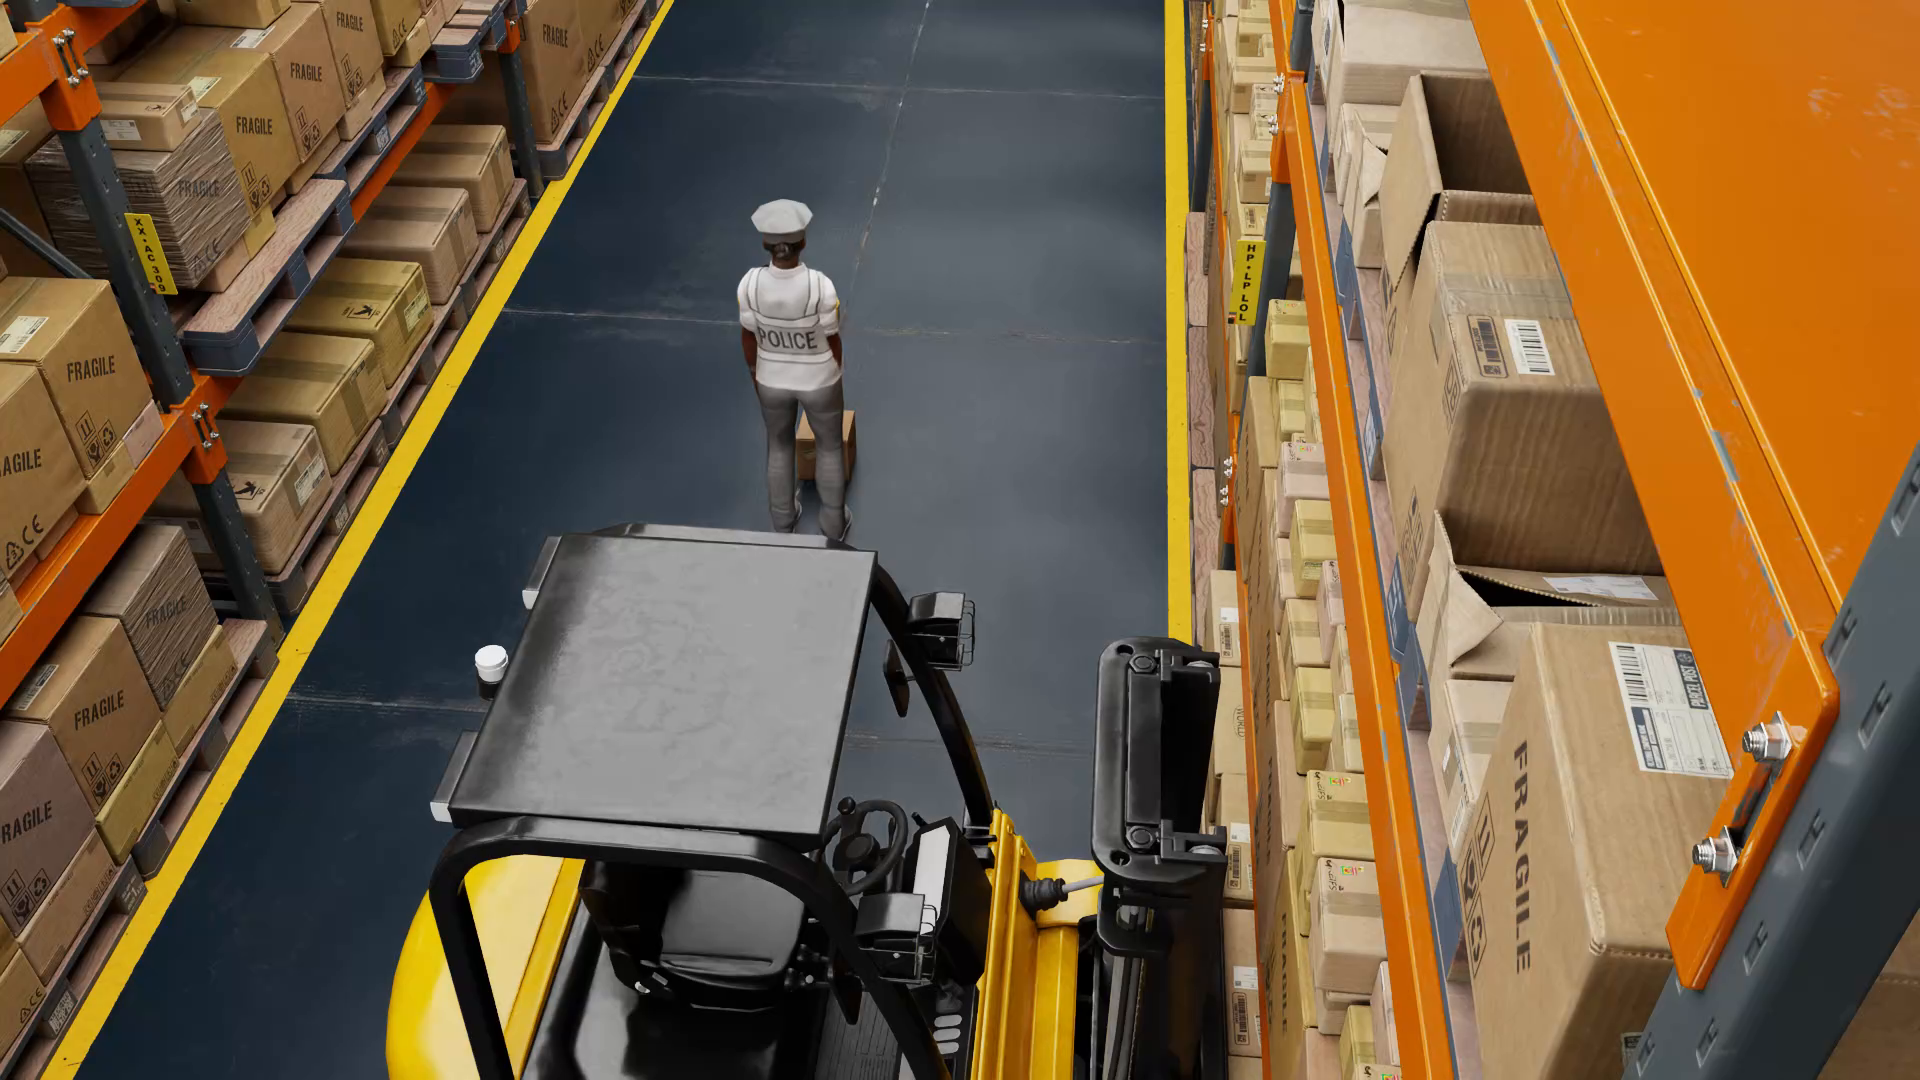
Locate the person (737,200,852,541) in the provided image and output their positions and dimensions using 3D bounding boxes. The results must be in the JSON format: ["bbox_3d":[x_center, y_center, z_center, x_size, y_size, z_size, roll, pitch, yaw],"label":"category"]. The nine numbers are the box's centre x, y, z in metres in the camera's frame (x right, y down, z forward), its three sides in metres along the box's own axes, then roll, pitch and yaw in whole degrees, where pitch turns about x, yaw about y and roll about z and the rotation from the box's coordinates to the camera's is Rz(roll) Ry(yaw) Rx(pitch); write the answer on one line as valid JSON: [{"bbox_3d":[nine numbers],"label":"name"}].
[{"bbox_3d":[-0.722,-0.692,7.280,0.440,1.655,0.336,4,40,5],"label":"person"}]
